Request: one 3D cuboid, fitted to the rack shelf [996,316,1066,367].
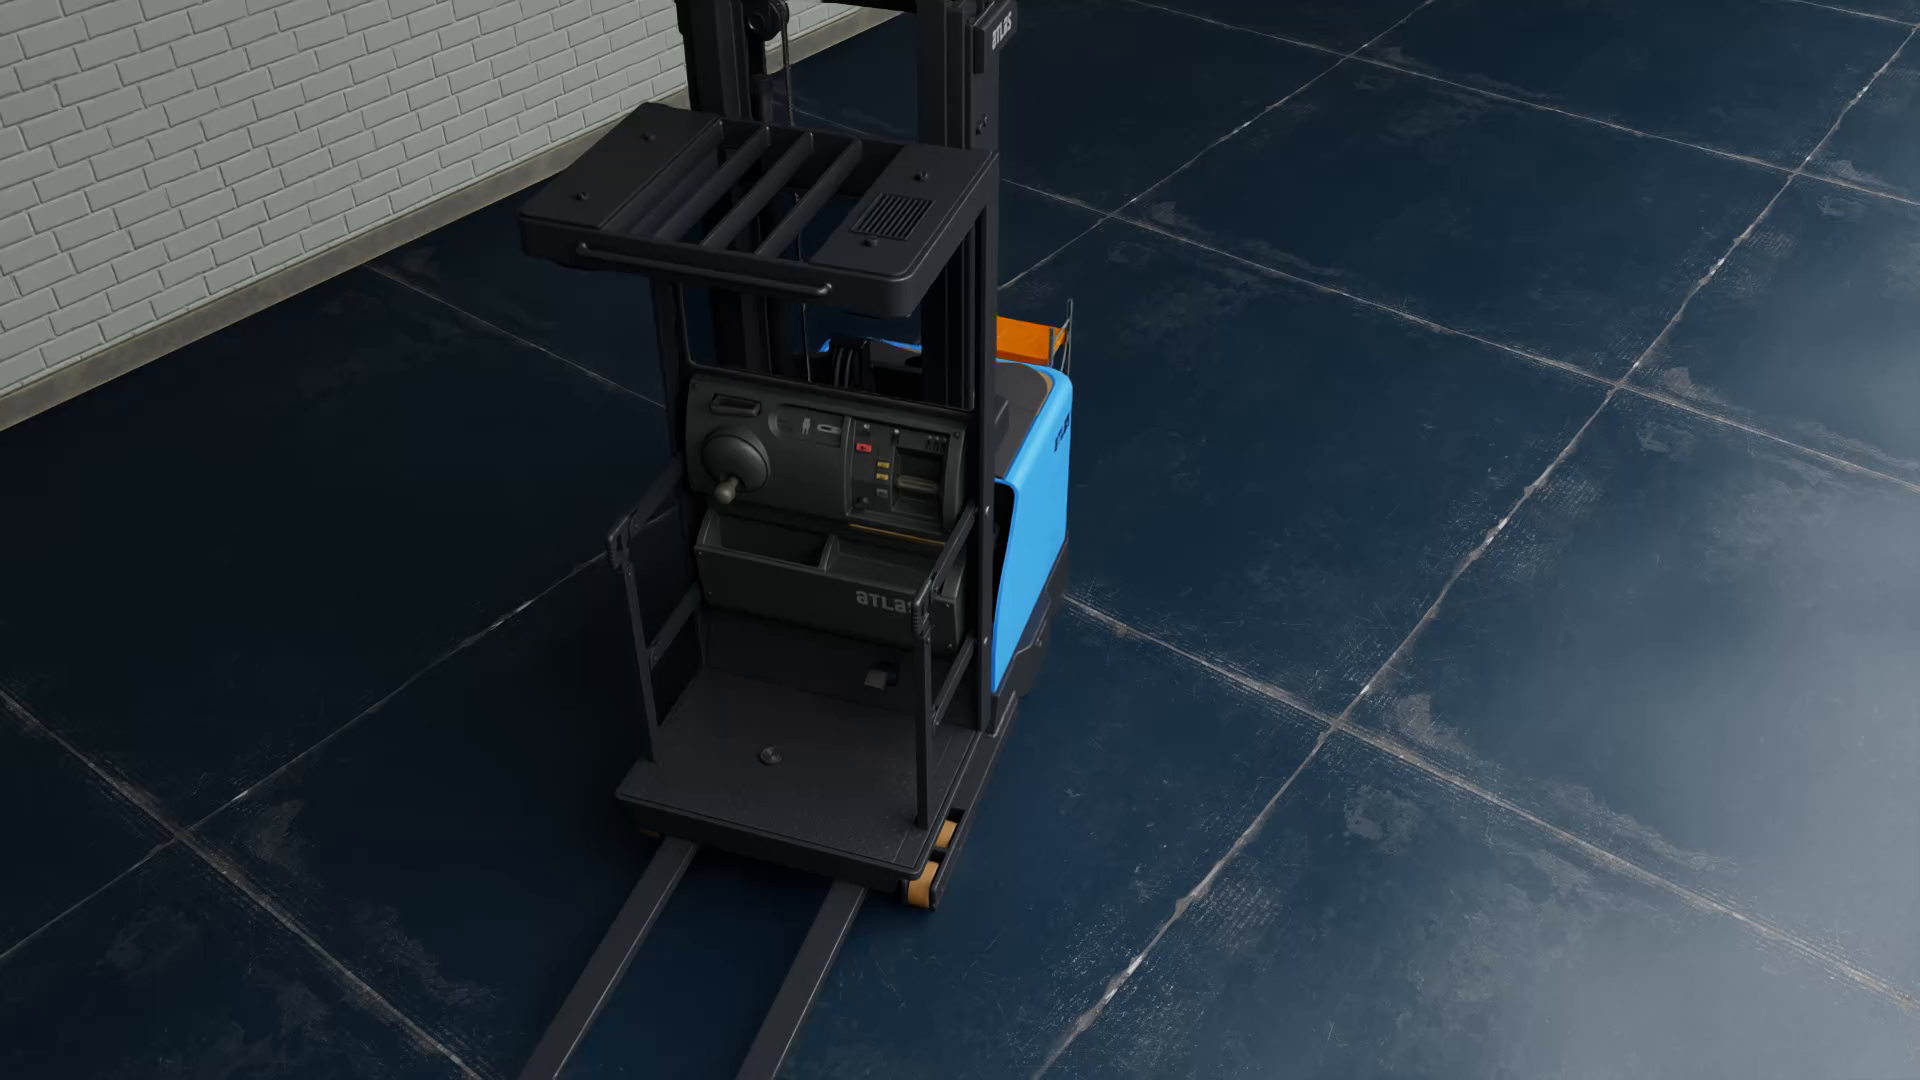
[{"bbox_3d":[0.163,-0.766,6.618,0.480,0.148,0.258,13,40,16],"label":"rack shelf"}]

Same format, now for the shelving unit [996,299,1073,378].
[{"bbox_3d":[0.163,-0.457,6.860,0.503,1.200,0.258,13,40,16],"label":"shelving unit"}]

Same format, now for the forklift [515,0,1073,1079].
[{"bbox_3d":[-0.501,-0.187,5.111,1.130,2.935,3.031,11,39,14],"label":"forklift"}]

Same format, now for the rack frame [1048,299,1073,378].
[{"bbox_3d":[0.391,-0.403,6.791,0.015,1.200,0.240,13,40,16],"label":"rack frame"}]
